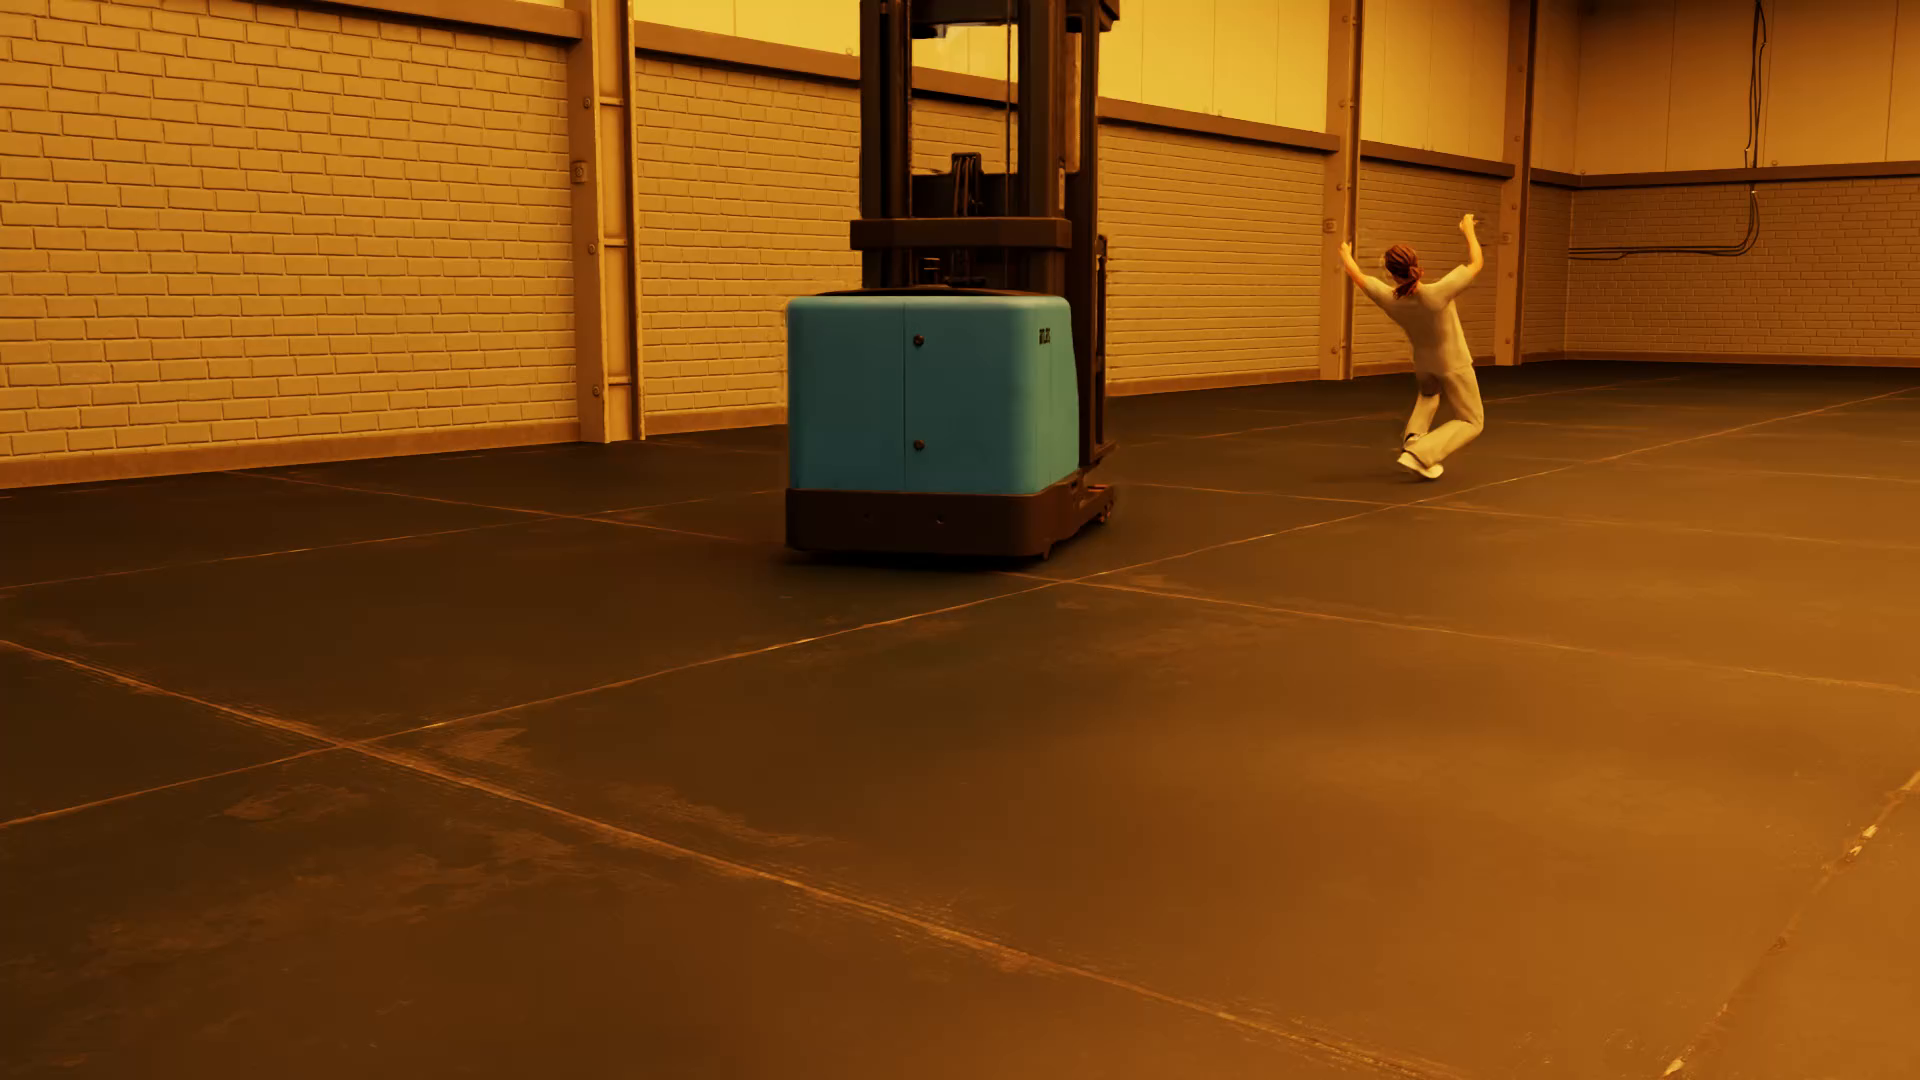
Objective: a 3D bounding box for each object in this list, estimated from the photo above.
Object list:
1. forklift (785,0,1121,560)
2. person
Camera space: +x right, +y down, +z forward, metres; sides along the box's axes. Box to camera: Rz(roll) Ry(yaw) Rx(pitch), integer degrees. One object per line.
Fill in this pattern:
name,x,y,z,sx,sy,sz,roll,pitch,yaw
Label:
forklift,0.140,-1.542,7.816,1.130,2.935,3.031,2,9,14
person,2.705,-1.159,10.003,0.777,1.567,0.954,-6,10,-37
